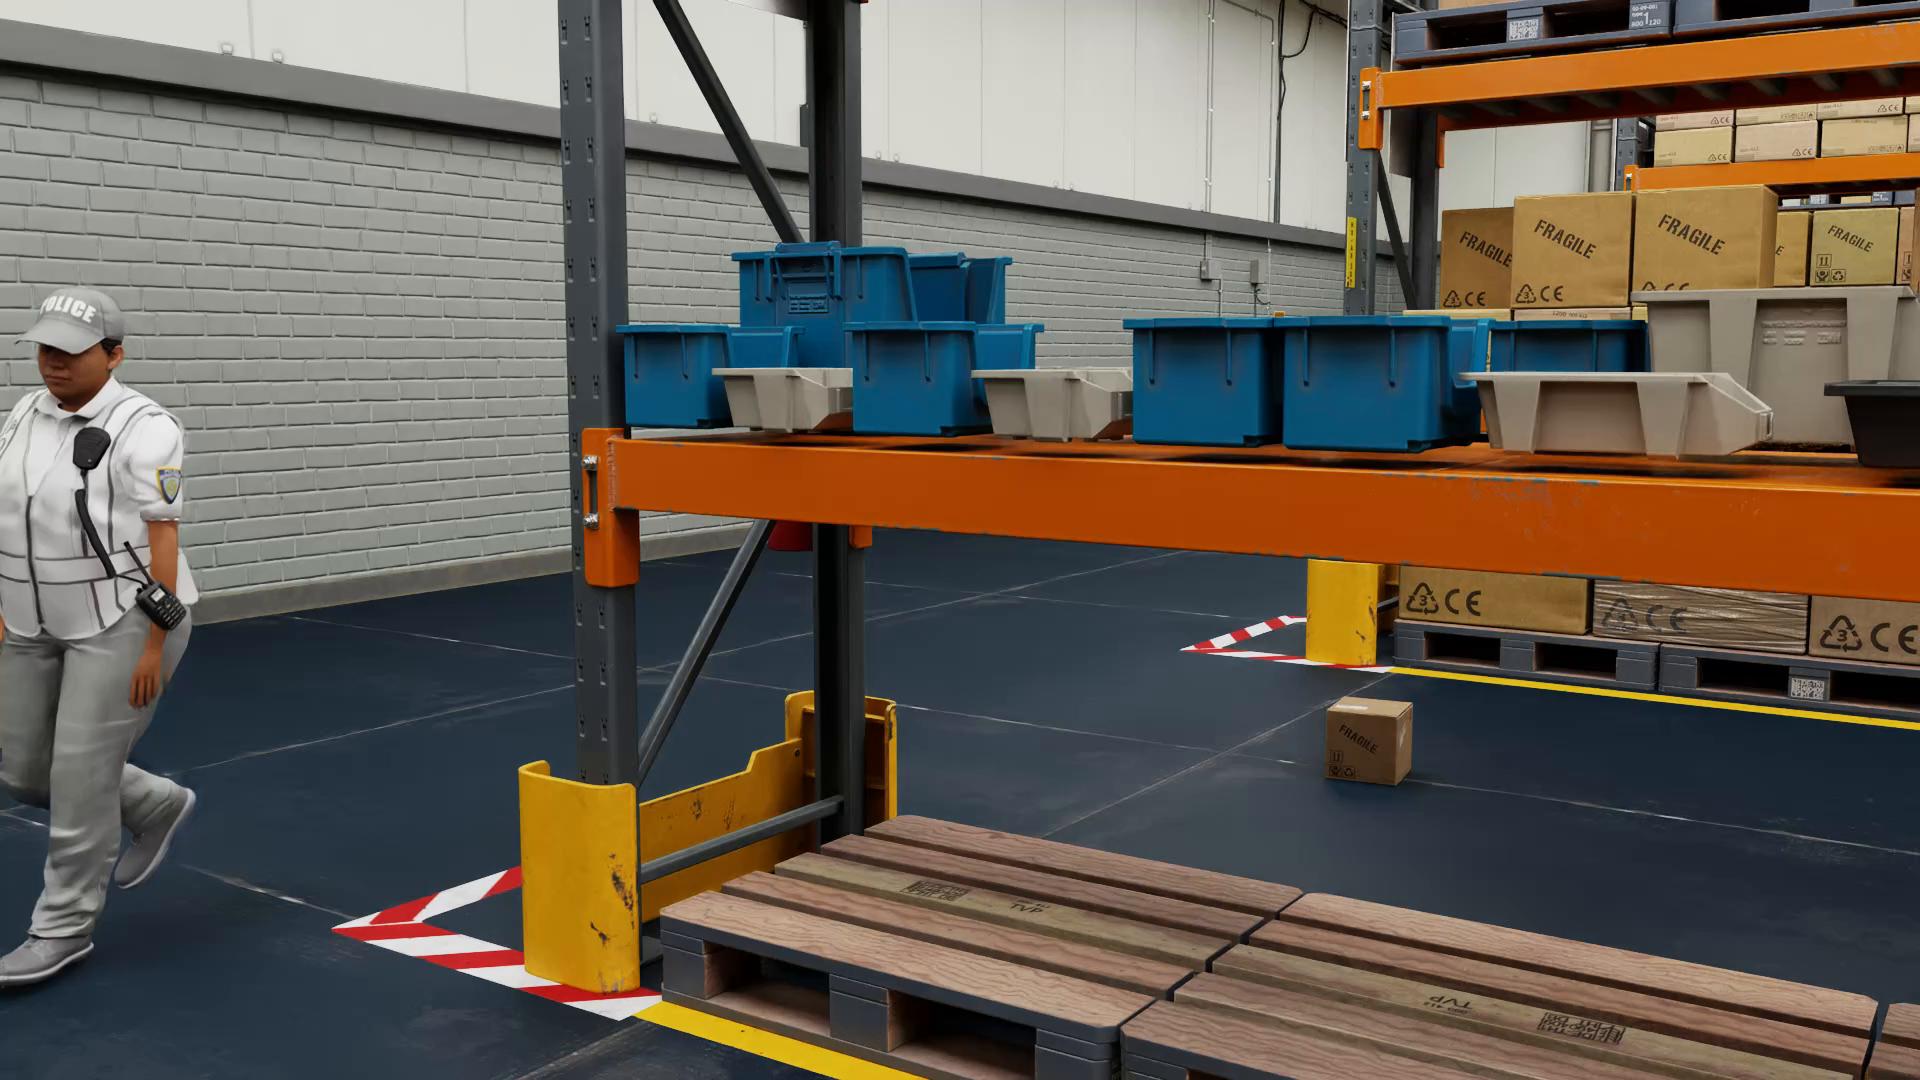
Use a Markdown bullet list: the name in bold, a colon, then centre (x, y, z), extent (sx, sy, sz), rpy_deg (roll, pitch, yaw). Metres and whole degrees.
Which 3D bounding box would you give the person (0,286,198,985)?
- **person**: centre (-2.095, 0.204, 4.091), extent (0.524, 1.628, 0.723), rpy_deg (2, 7, 15)
